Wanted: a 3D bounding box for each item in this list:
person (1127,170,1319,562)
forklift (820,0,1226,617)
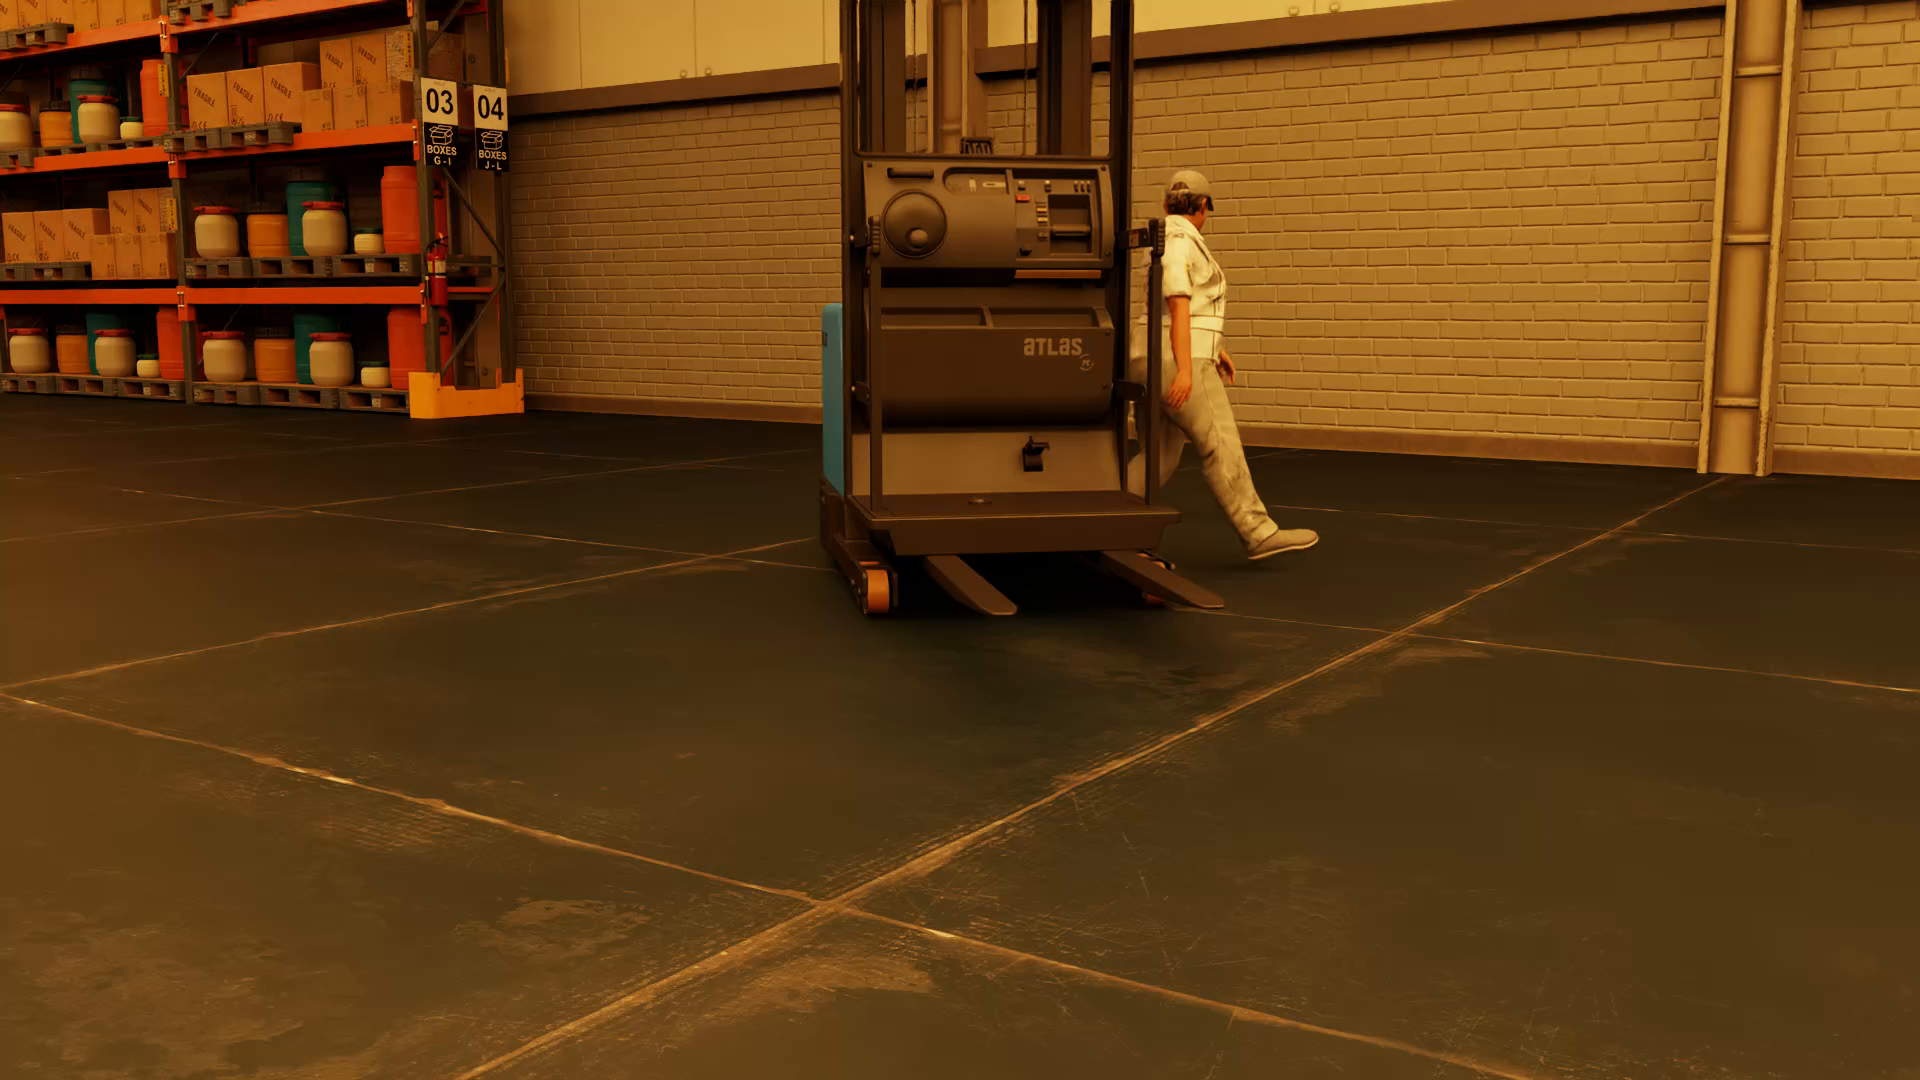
[{"bbox_3d":[1.001,-0.688,6.784,0.877,1.624,0.662,-1,8,-8],"label":"person"},{"bbox_3d":[0.148,-1.243,5.937,1.130,2.935,3.031,-1,8,-10],"label":"forklift"}]
